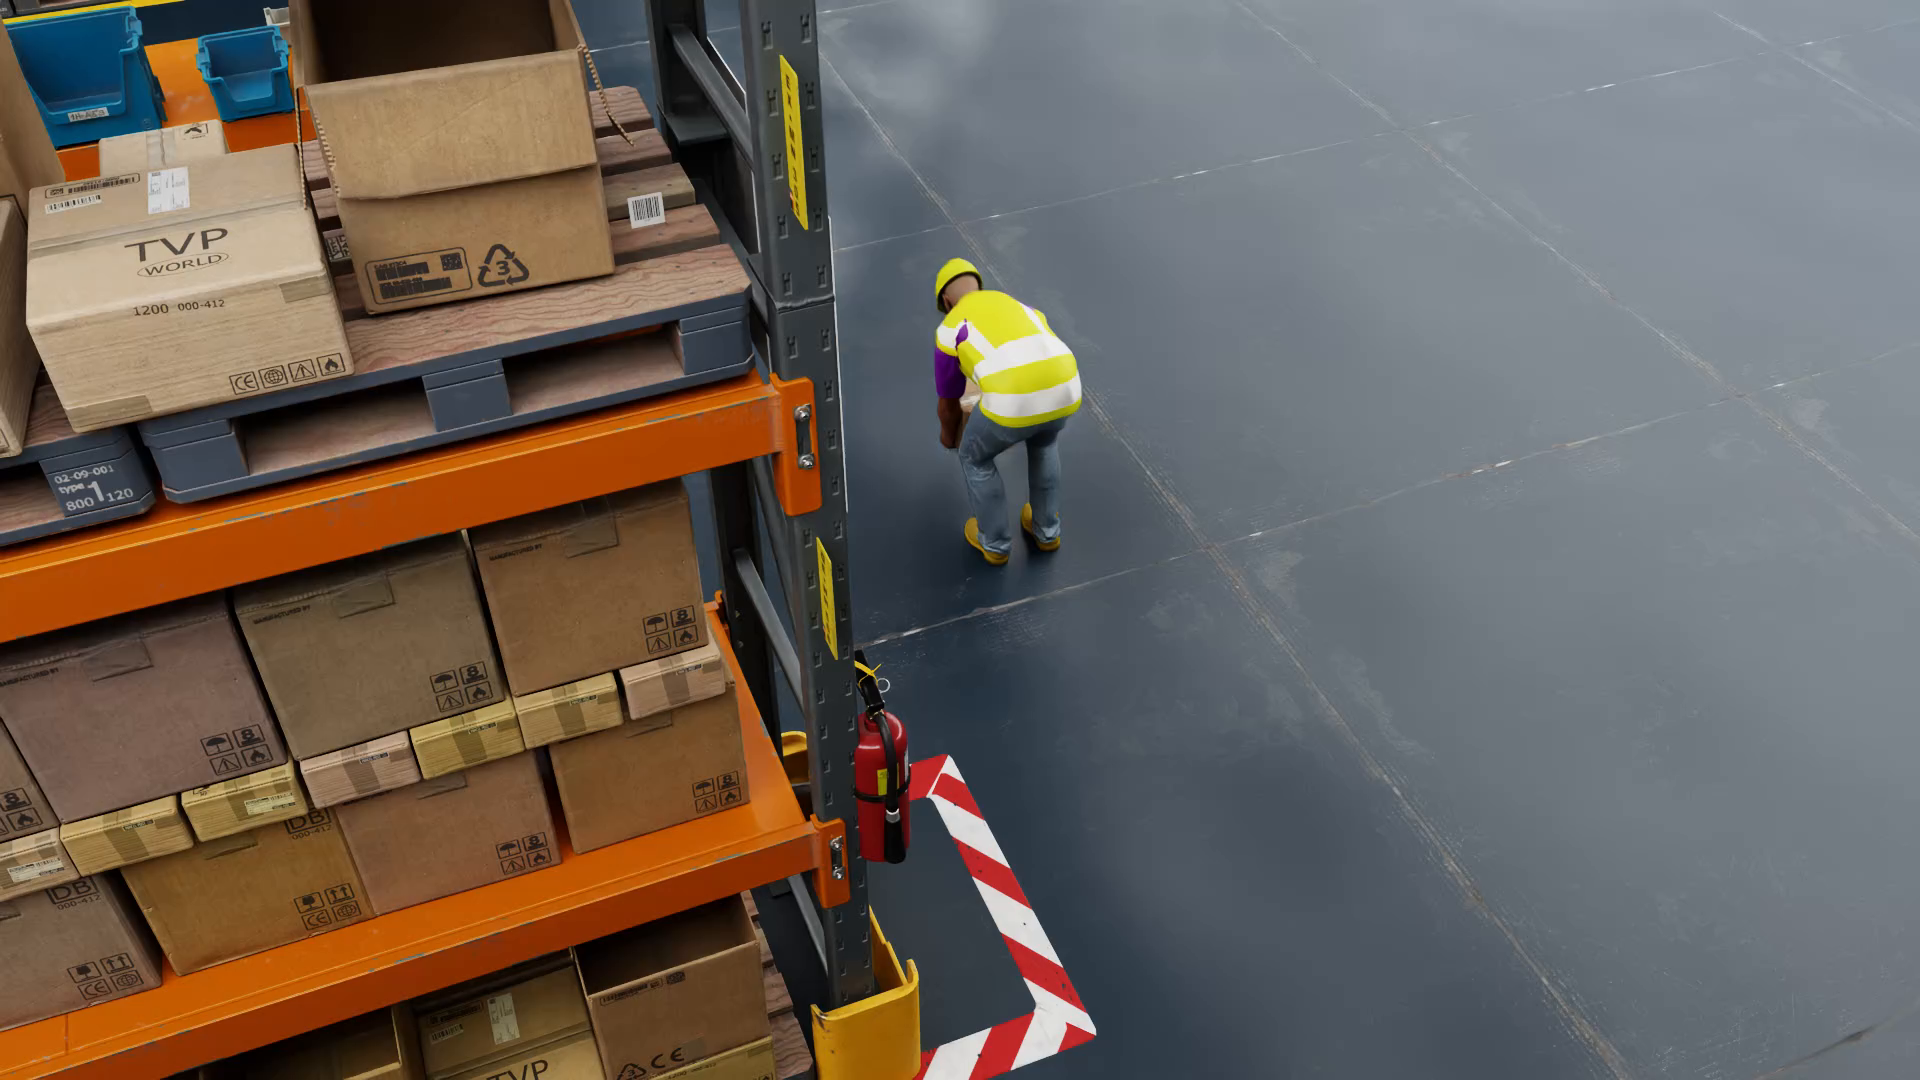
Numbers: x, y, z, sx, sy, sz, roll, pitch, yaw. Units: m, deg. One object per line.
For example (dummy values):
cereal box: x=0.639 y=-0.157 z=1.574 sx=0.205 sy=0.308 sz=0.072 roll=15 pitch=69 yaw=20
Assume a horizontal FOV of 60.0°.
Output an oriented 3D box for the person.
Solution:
person: x=0.144 y=-0.557 z=7.256 sx=0.477 sy=1.119 sz=0.979 roll=-17 pitch=44 yaw=-18
